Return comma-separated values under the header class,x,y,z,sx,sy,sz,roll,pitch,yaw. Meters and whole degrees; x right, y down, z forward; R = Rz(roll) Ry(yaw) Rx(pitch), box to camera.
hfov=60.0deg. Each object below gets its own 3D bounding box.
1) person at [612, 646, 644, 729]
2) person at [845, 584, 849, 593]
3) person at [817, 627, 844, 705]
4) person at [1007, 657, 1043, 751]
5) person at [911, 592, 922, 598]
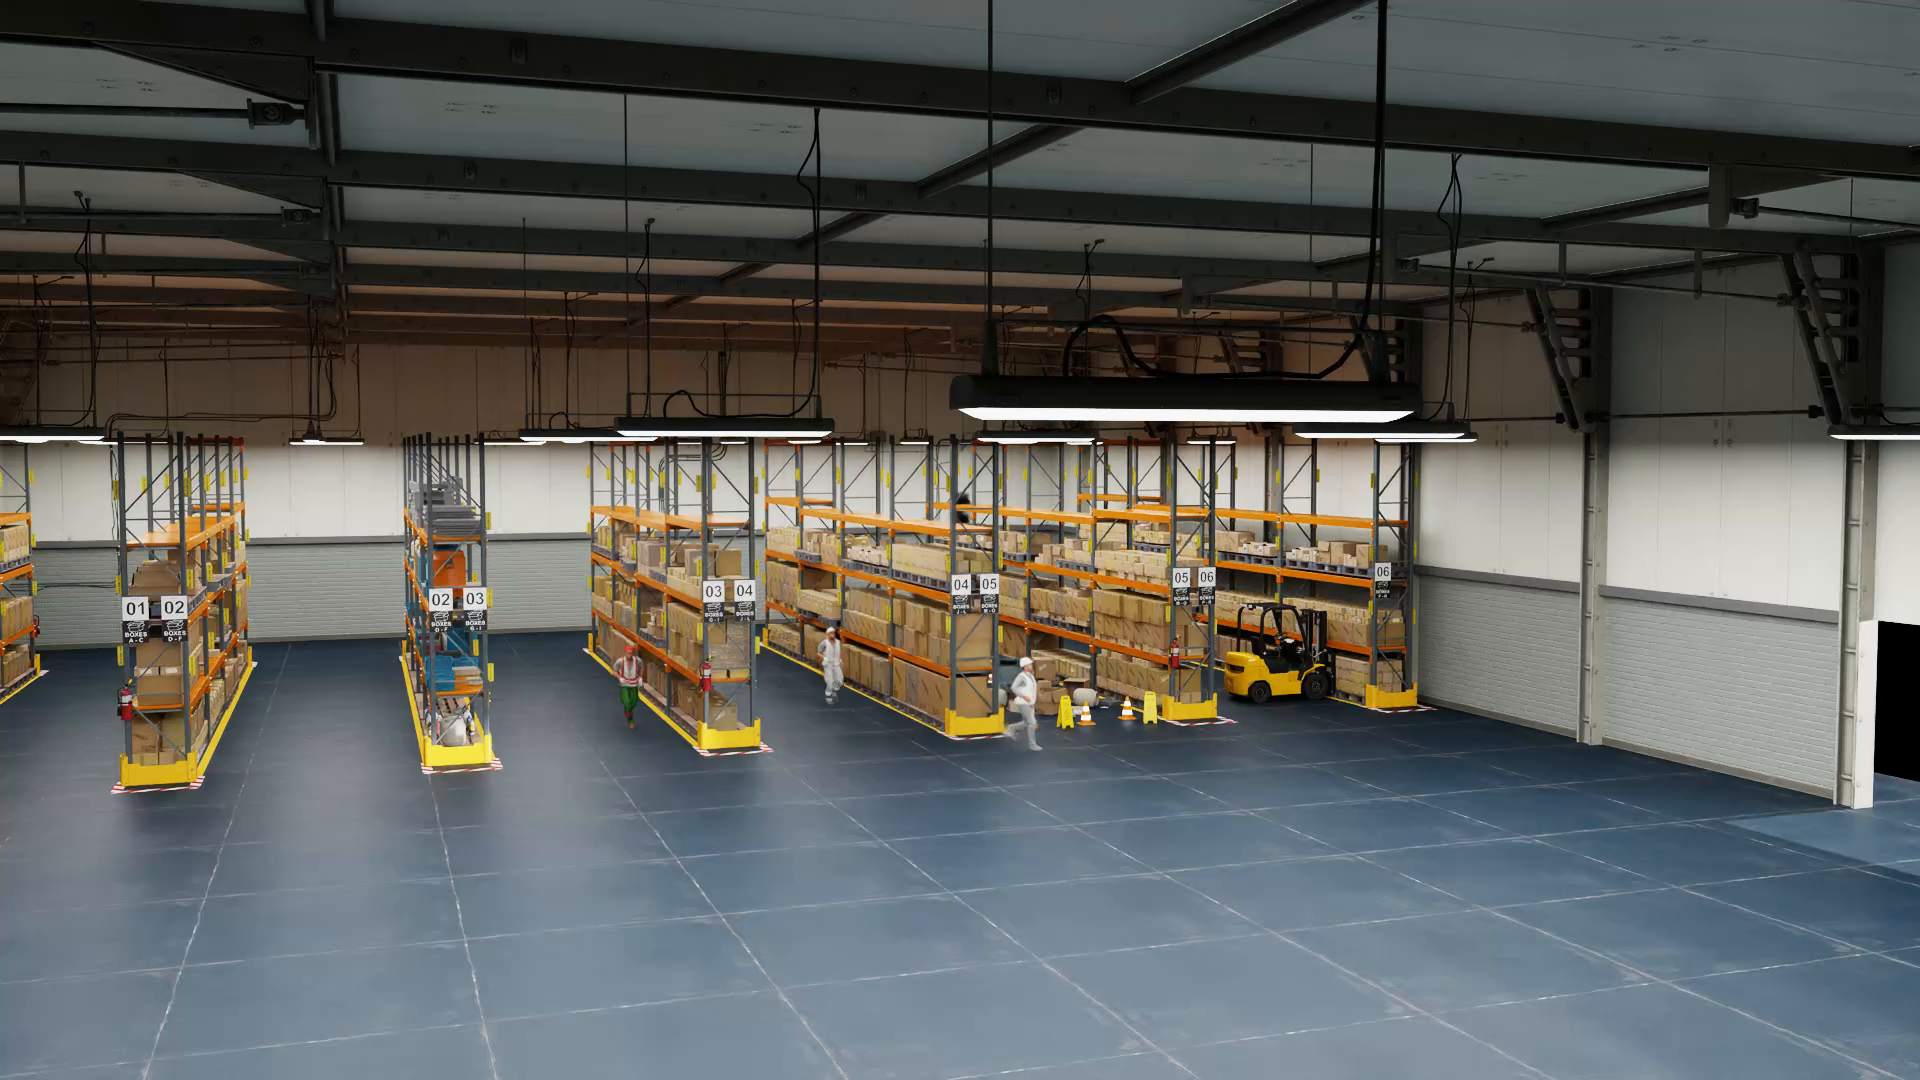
class,x,y,z,sx,sy,sz,roll,pitch,yaw
person,-6.788,2.994,34.043,0.648,1.721,0.780,-1,3,-16
person,-3.326,2.131,50.637,0.948,1.593,0.530,-1,3,-22
person,-2.842,2.803,36.820,0.643,1.747,0.578,-2,4,-26
person,1.201,3.108,31.596,0.819,1.770,0.668,2,4,27
person,-1.426,2.037,51.265,0.547,1.718,0.754,0,3,-2
